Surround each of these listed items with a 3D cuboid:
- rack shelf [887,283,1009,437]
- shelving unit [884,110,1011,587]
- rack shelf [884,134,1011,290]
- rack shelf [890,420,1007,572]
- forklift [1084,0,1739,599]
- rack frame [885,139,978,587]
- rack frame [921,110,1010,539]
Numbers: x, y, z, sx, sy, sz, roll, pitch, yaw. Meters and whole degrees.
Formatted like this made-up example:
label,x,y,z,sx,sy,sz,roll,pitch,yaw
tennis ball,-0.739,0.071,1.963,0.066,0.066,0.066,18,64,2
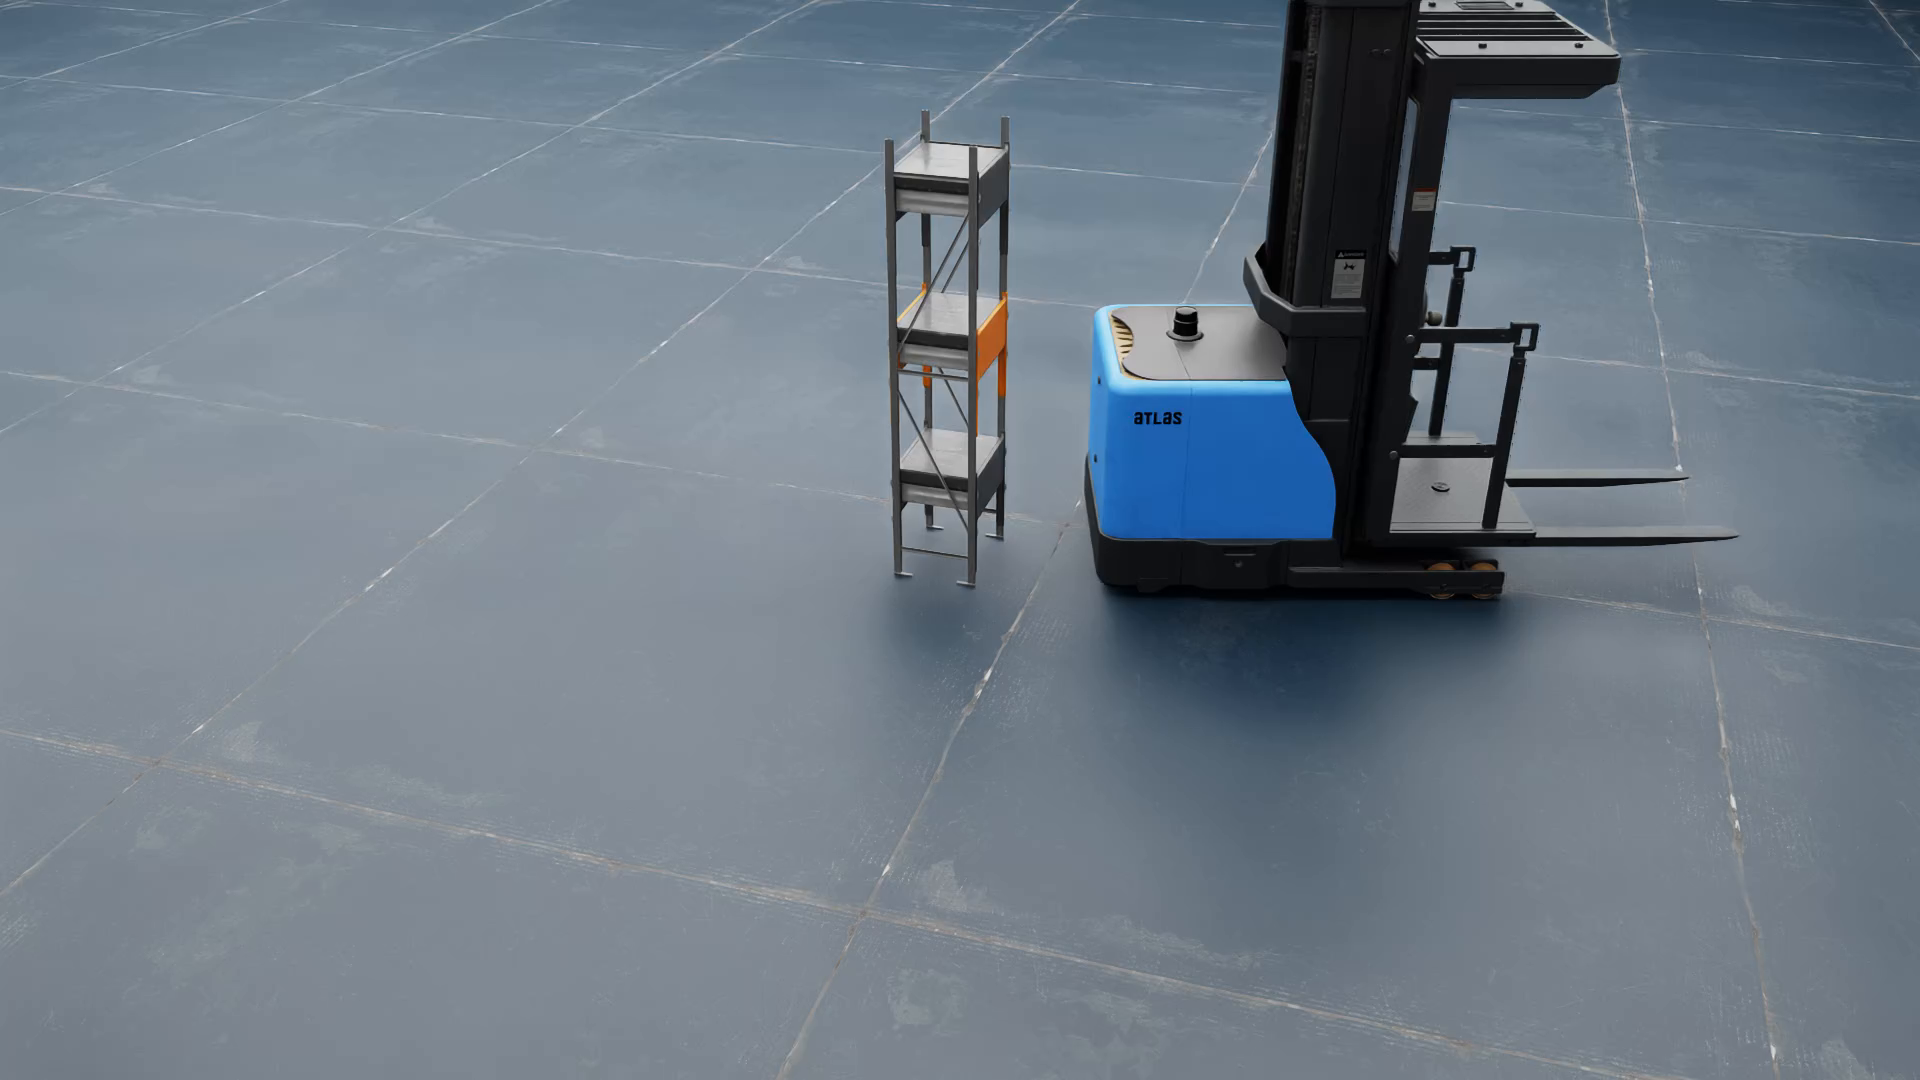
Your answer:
label,x,y,z,sx,sy,sz,roll,pitch,yaw
rack shelf,-0.049,-0.829,7.608,0.431,0.518,0.480,8,30,15
shelving unit,-0.049,-0.841,7.601,0.431,2.100,0.503,8,30,15
rack shelf,-0.049,-1.440,7.268,0.431,0.518,0.480,8,30,15
rack shelf,-0.049,-0.217,7.948,0.431,0.518,0.480,8,30,15
forklift,2.155,-1.264,7.508,3.031,2.935,1.130,0,29,0
rack frame,-0.120,-0.727,7.397,0.400,2.100,0.015,8,30,15
rack frame,0.023,-0.954,7.805,0.400,2.100,0.015,8,30,15
